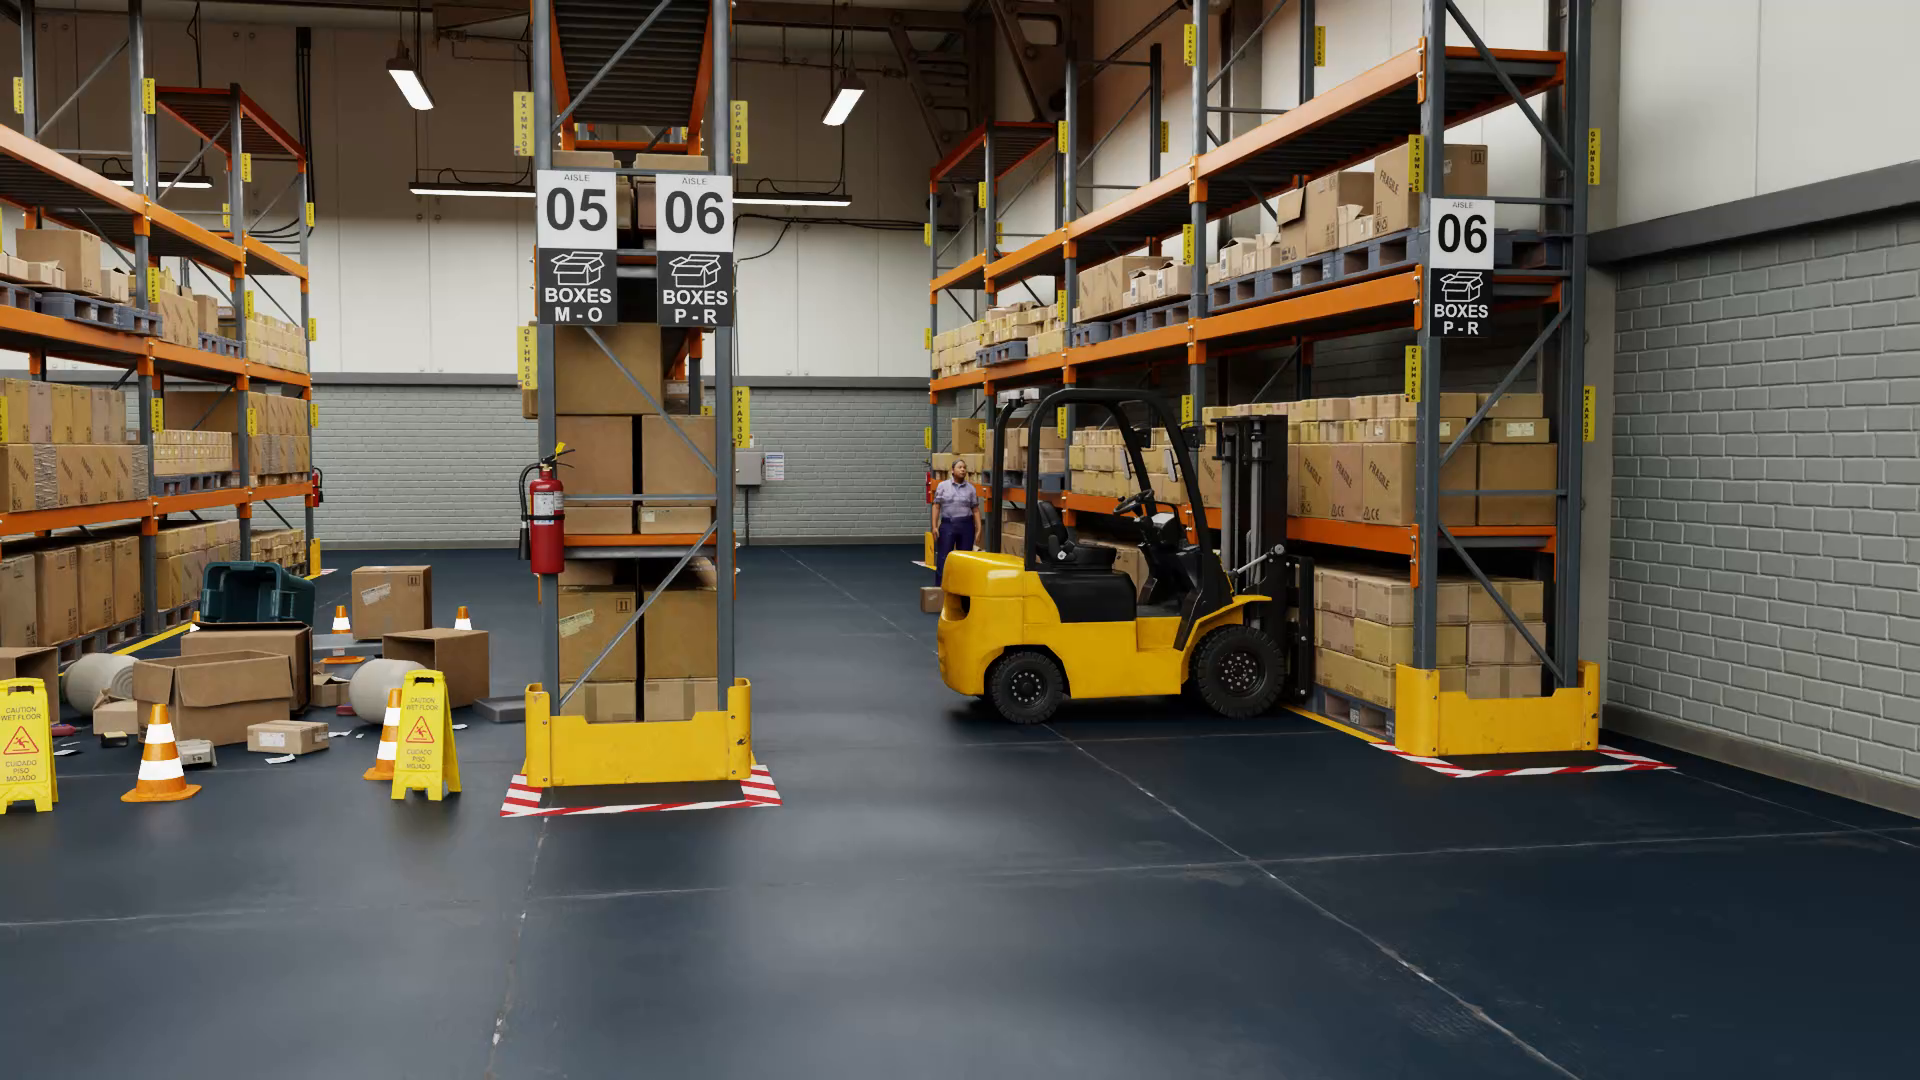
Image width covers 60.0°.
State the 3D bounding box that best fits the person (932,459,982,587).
[{"bbox_3d":[-0.038,-0.066,18.310,0.598,1.651,0.502,-1,3,-11],"label":"person"}]
